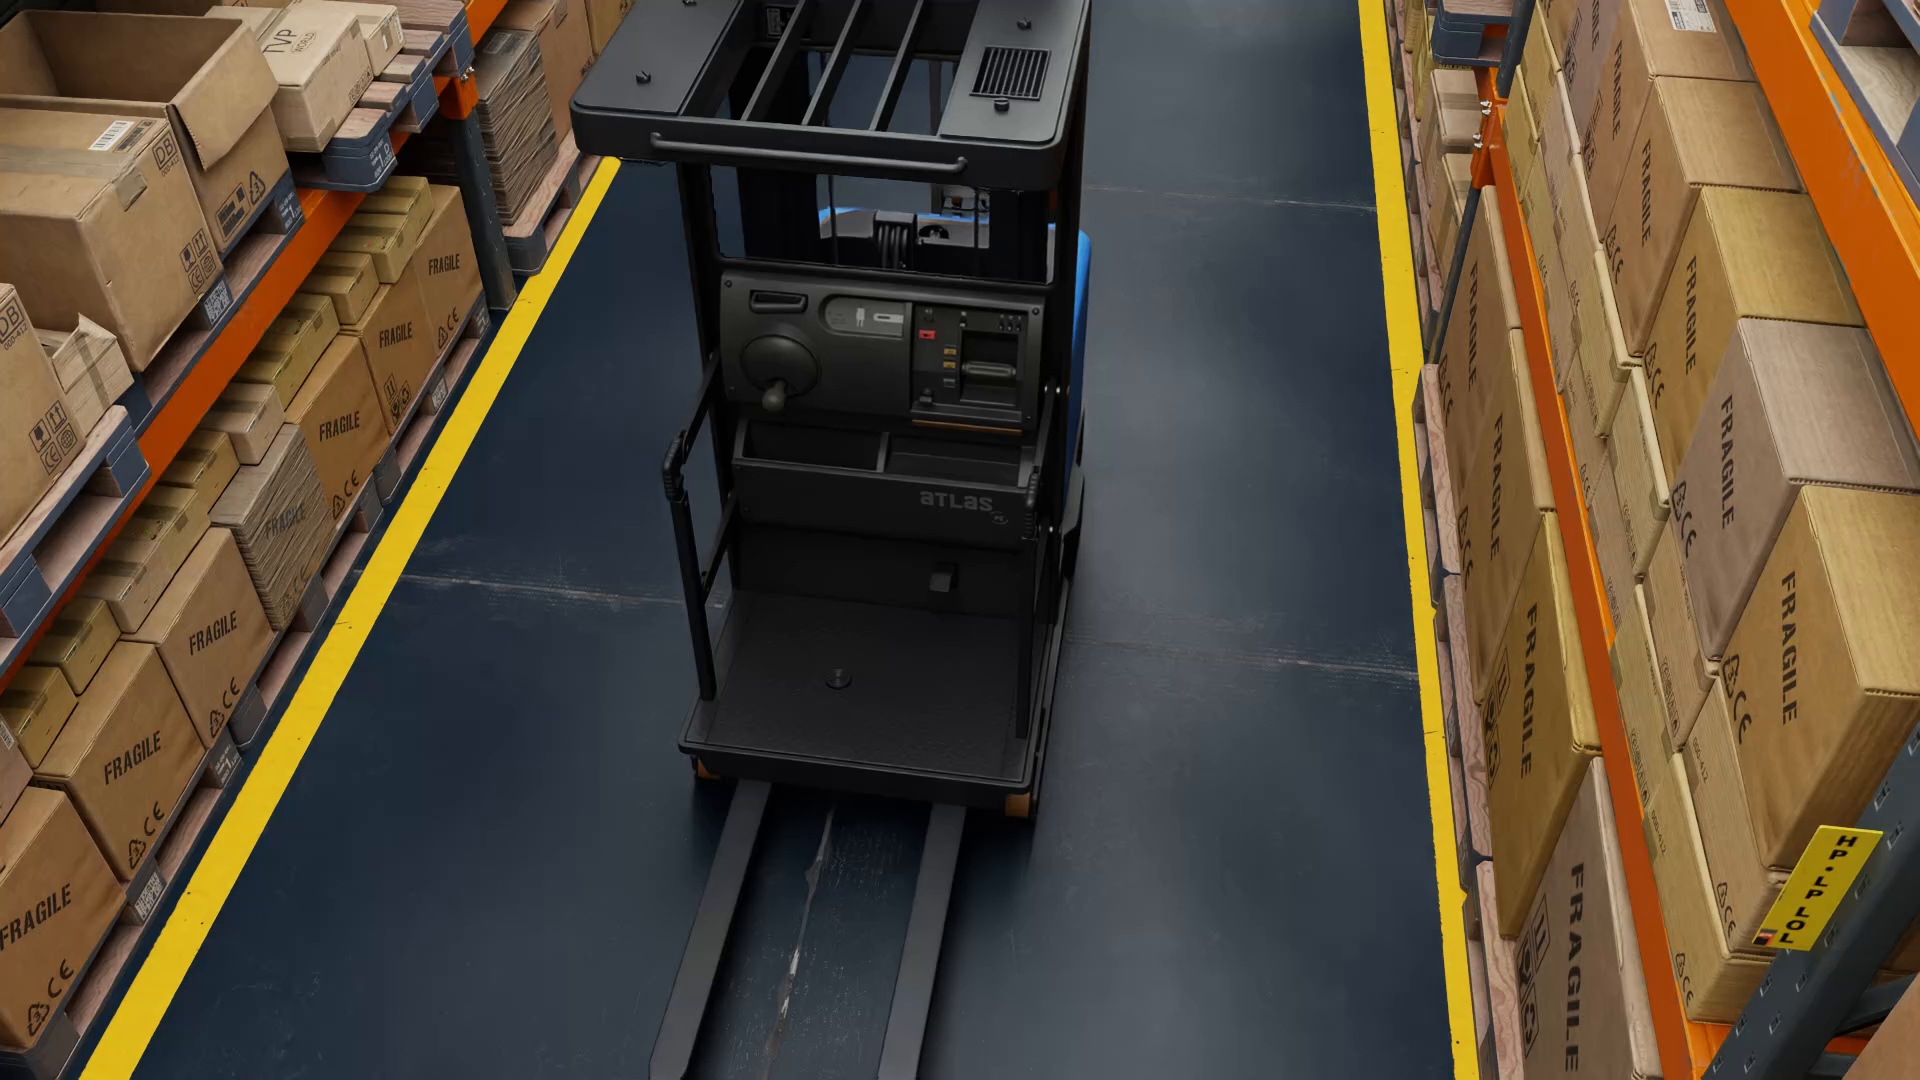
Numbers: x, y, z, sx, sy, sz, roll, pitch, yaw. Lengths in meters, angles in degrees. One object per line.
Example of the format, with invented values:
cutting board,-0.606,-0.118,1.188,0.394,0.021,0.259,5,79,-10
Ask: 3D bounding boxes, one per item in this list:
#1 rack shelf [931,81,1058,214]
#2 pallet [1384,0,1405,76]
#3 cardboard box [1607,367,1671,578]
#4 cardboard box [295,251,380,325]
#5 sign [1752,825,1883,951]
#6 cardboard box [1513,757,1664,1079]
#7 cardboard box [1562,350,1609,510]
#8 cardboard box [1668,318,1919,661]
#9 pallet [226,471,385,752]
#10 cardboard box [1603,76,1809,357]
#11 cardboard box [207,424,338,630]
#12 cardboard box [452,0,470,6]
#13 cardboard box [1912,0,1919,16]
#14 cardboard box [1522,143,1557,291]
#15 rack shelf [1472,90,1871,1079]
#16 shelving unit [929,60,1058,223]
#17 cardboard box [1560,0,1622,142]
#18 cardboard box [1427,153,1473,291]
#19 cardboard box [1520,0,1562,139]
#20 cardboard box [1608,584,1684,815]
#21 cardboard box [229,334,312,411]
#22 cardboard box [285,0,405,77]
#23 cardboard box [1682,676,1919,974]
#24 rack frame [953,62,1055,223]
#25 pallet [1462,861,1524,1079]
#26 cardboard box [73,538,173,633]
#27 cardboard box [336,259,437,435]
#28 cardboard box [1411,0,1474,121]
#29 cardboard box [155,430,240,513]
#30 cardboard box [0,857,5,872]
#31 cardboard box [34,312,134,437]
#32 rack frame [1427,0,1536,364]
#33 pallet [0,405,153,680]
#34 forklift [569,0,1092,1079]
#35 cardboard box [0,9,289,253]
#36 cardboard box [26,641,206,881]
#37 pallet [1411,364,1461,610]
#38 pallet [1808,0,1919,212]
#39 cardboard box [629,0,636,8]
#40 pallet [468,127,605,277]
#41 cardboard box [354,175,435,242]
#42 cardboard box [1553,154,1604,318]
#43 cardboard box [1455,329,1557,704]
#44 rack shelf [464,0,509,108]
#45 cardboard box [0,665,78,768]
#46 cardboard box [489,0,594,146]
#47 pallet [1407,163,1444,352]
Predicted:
rack shelf,0.136,-1.331,6.148,0.431,0.518,0.480,6,44,6
pallet,2.879,-2.908,9.168,1.003,0.211,1.213,5,44,6
cardboard box,1.861,-0.144,3.966,0.500,0.250,0.500,6,44,7
cardboard box,-2.367,-0.930,6.092,0.380,0.149,0.250,4,44,4
sign,1.384,0.566,2.686,0.100,0.325,0.005,5,44,6
cardboard box,1.925,1.190,4.051,0.875,0.875,0.875,6,44,7
cardboard box,1.950,-0.315,4.510,0.500,0.250,0.500,5,44,6
cardboard box,1.794,-0.079,3.352,0.500,0.500,0.500,6,44,6
pallet,-2.769,0.173,5.914,1.003,0.211,1.213,5,44,6
cardboard box,1.934,-0.777,4.089,0.500,0.500,0.500,6,44,6
cardboard box,-2.505,-0.058,5.642,0.500,0.500,0.500,4,44,4
cardboard box,-2.168,-2.400,6.712,0.500,0.250,0.500,5,44,6
cardboard box,1.831,-0.828,2.521,0.500,0.311,0.500,5,44,6
cardboard box,2.087,-1.009,5.243,0.500,0.250,0.500,4,44,4
rack shelf,2.187,-0.101,4.698,1.077,0.370,4.000,5,44,6
shelving unit,0.136,-1.341,6.139,0.431,2.100,0.503,6,44,6
cardboard box,2.088,-1.472,4.823,0.500,0.500,0.500,5,44,6
cardboard box,2.536,-1.308,7.055,0.950,0.372,0.625,3,43,3
cardboard box,2.140,-1.529,5.429,0.500,0.250,0.500,5,44,5
cardboard box,1.801,0.380,3.776,0.500,0.250,0.500,5,44,5
cardboard box,-2.480,-0.584,5.726,0.380,0.149,0.250,5,44,5
cardboard box,-2.176,-1.753,5.797,0.380,0.149,0.250,6,44,6
cardboard box,1.740,0.551,3.232,0.500,0.250,0.500,5,44,5
rack frame,0.173,-1.506,6.314,0.400,2.100,0.015,6,44,6
pallet,1.950,1.481,4.533,1.003,0.211,1.213,5,44,6
cardboard box,-2.611,0.125,4.977,0.380,0.149,0.250,5,44,5
cardboard box,-2.388,-0.771,6.395,0.500,0.500,0.500,5,44,5
cardboard box,2.732,-2.328,8.132,0.950,0.372,0.625,7,44,7
cardboard box,-2.569,-0.231,5.353,0.380,0.149,0.250,5,44,6
cardboard box,-2.687,0.852,4.210,0.380,0.149,0.250,7,44,7
cardboard box,-2.434,-0.463,4.350,0.396,0.266,0.258,7,44,8
rack frame,2.452,-1.725,5.890,1.000,3.000,0.127,5,44,6
pallet,-2.784,0.087,4.116,1.003,0.211,1.213,5,44,6
forklift,-0.258,-0.446,4.589,1.130,2.935,3.031,6,44,6
cardboard box,-2.502,-1.235,4.992,0.797,0.503,0.637,4,44,5
cardboard box,-2.650,0.634,4.911,0.500,0.500,0.500,5,44,5
pallet,2.273,-0.182,6.289,1.003,0.211,1.213,5,44,6
pallet,1.995,-0.648,2.710,0.805,0.209,1.217,4,44,4
cardboard box,-2.108,-3.305,8.981,0.875,0.625,0.625,5,44,5
pallet,-2.322,-1.719,7.912,1.003,0.211,1.213,5,44,6
cardboard box,-2.283,-1.295,6.476,0.380,0.149,0.250,3,44,3
cardboard box,1.992,-0.839,4.700,0.500,0.250,0.500,5,44,5
cardboard box,2.156,-0.035,5.346,0.875,0.875,0.875,6,44,6
rack shelf,-2.205,-3.276,8.051,1.077,0.370,4.000,5,44,6
cardboard box,-2.704,0.480,4.602,0.380,0.149,0.250,3,44,3
cardboard box,-2.294,-2.334,7.955,0.875,0.625,0.625,7,44,7
pallet,2.556,-1.245,7.411,1.003,0.211,1.213,5,44,6
